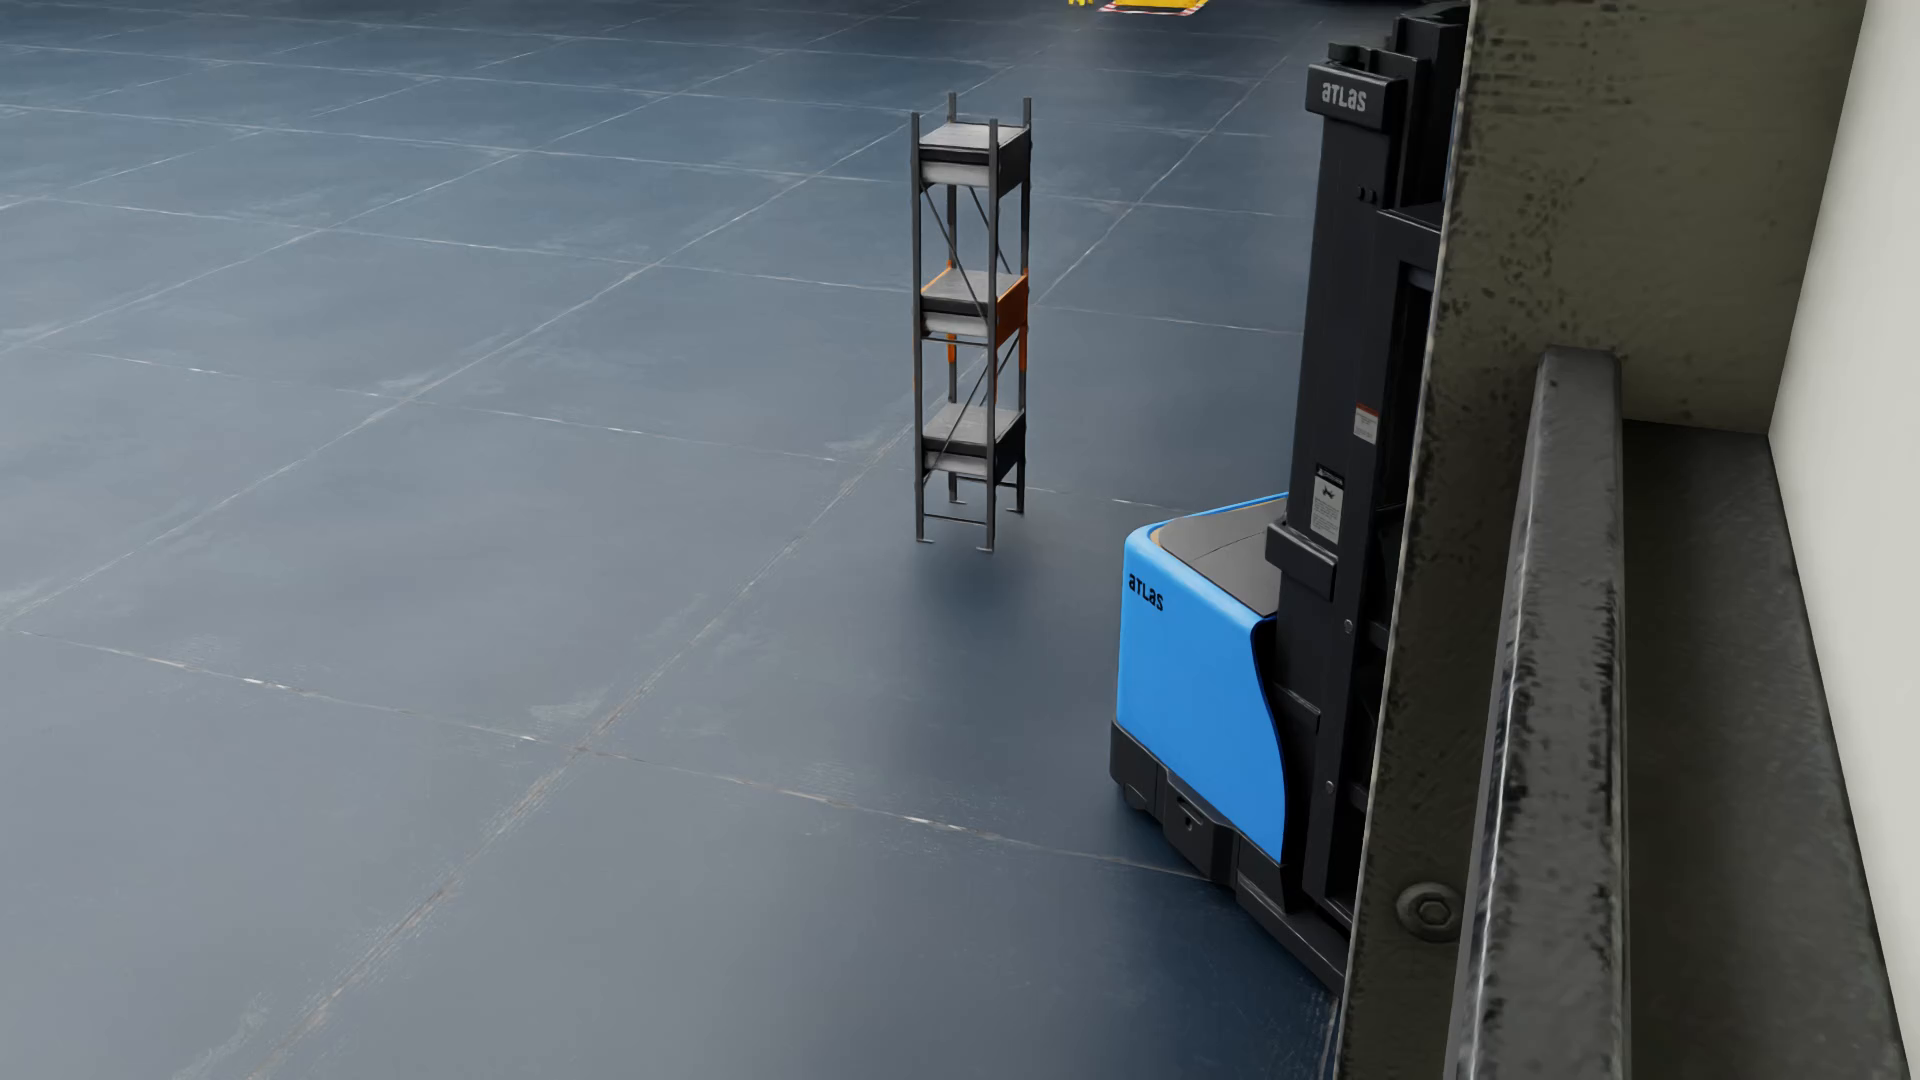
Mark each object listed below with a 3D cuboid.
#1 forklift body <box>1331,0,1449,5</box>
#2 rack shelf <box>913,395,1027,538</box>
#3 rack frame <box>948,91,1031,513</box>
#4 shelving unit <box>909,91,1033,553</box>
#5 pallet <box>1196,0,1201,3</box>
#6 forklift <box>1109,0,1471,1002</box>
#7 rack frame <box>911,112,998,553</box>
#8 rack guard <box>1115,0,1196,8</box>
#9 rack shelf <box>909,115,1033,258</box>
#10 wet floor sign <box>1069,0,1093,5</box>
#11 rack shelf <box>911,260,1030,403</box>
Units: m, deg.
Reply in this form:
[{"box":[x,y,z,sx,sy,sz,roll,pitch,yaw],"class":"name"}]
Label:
[{"box":[6.460,-9.181,24.744,2.313,2.155,1.214,9,27,17],"class":"forklift body"},{"box":[0.055,-0.371,8.244,0.431,0.518,0.480,9,27,17],"class":"rack shelf"},{"box":[0.136,-1.113,8.140,0.400,2.100,0.015,9,27,17],"class":"rack frame"},{"box":[0.055,-1.013,7.933,0.431,2.100,0.503,9,27,17],"class":"shelving unit"},{"box":[3.196,-8.342,25.237,1.003,0.211,1.213,9,27,17],"class":"pallet"},{"box":[1.698,0.079,4.723,1.130,2.935,3.031,-13,29,-25],"class":"forklift"},{"box":[-0.026,-0.913,7.726,0.400,2.100,0.015,9,27,17],"class":"rack frame"},{"box":[2.892,-8.143,24.496,1.175,0.500,0.348,9,27,17],"class":"rack guard"},{"box":[0.055,-1.631,7.634,0.431,0.518,0.480,9,27,17],"class":"rack shelf"},{"box":[1.795,-8.255,24.559,0.267,0.644,0.232,20,32,35],"class":"wet floor sign"},{"box":[0.055,-1.001,7.939,0.431,0.518,0.480,9,27,17],"class":"rack shelf"}]
